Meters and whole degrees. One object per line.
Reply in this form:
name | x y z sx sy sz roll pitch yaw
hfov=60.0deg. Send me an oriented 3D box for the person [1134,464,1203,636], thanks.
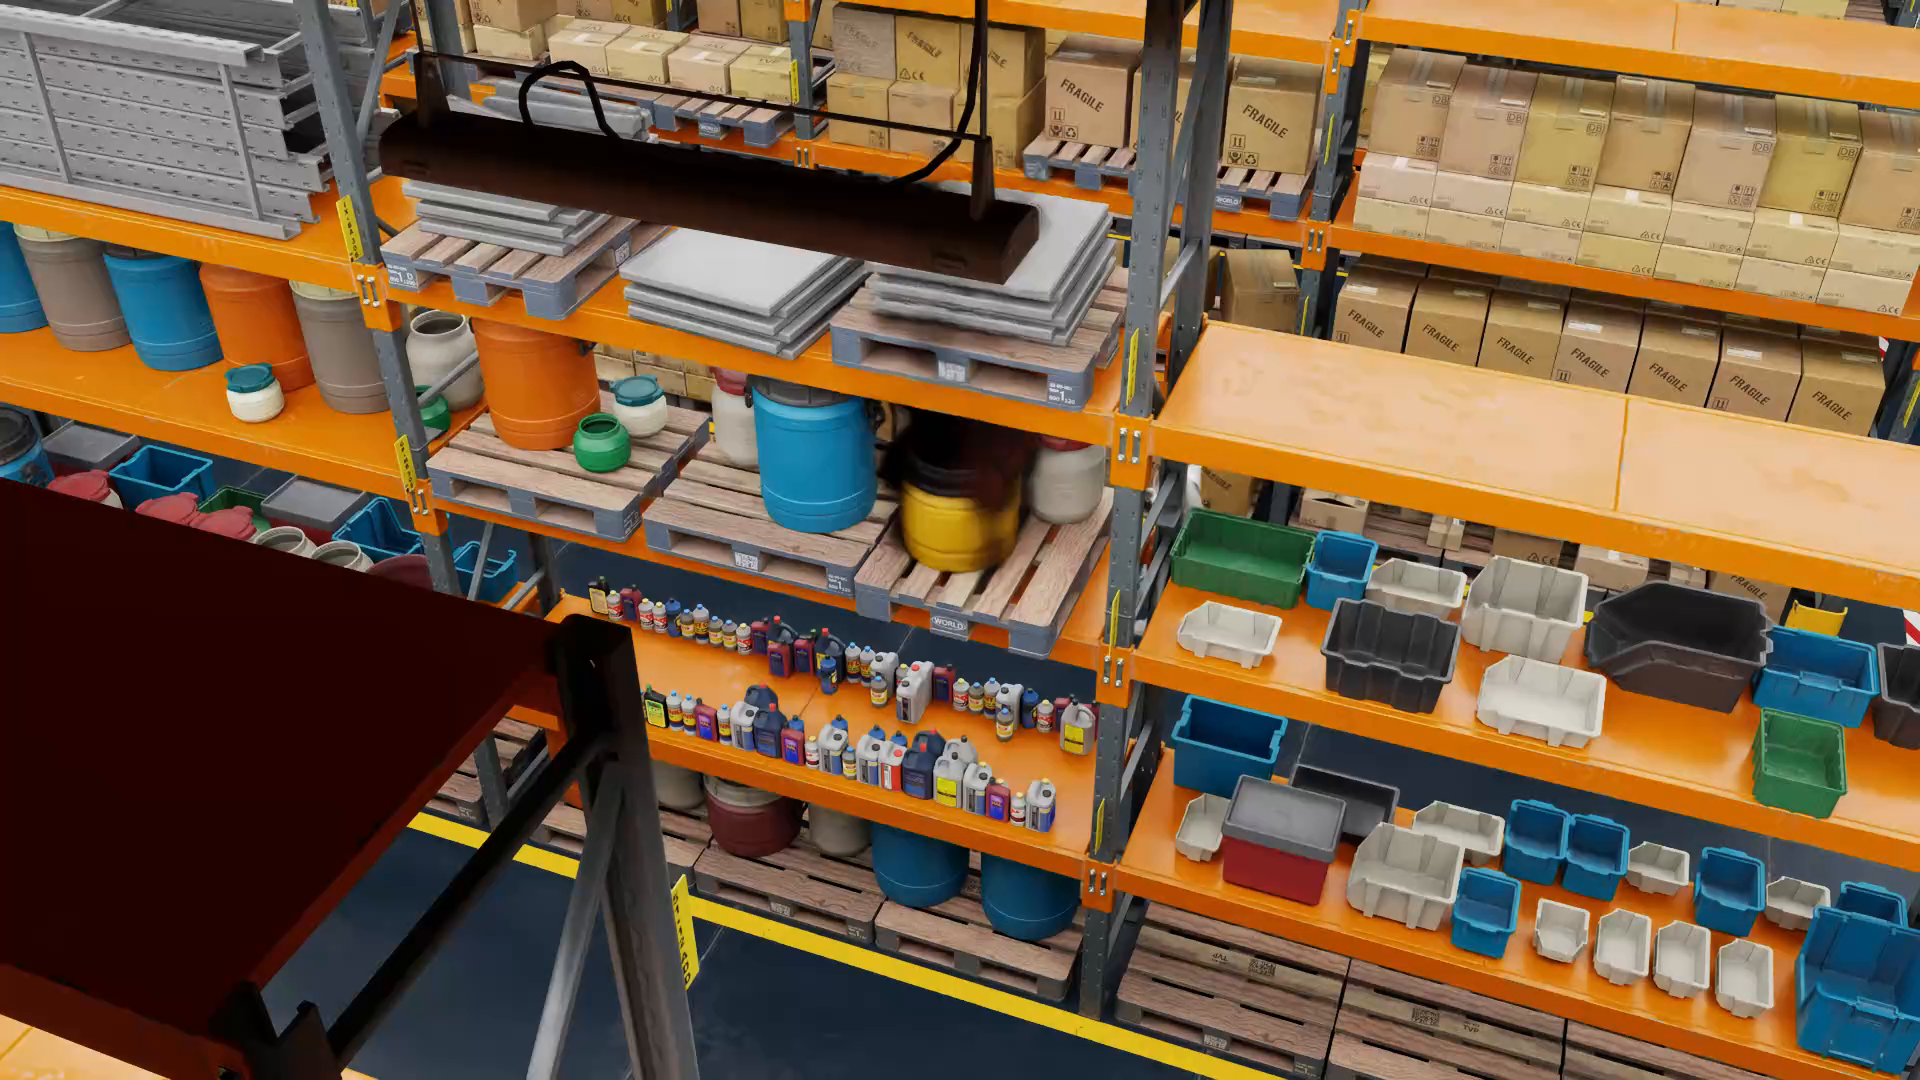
person | 1.566 -0.030 11.492 0.777 1.762 0.670 5 37 7
